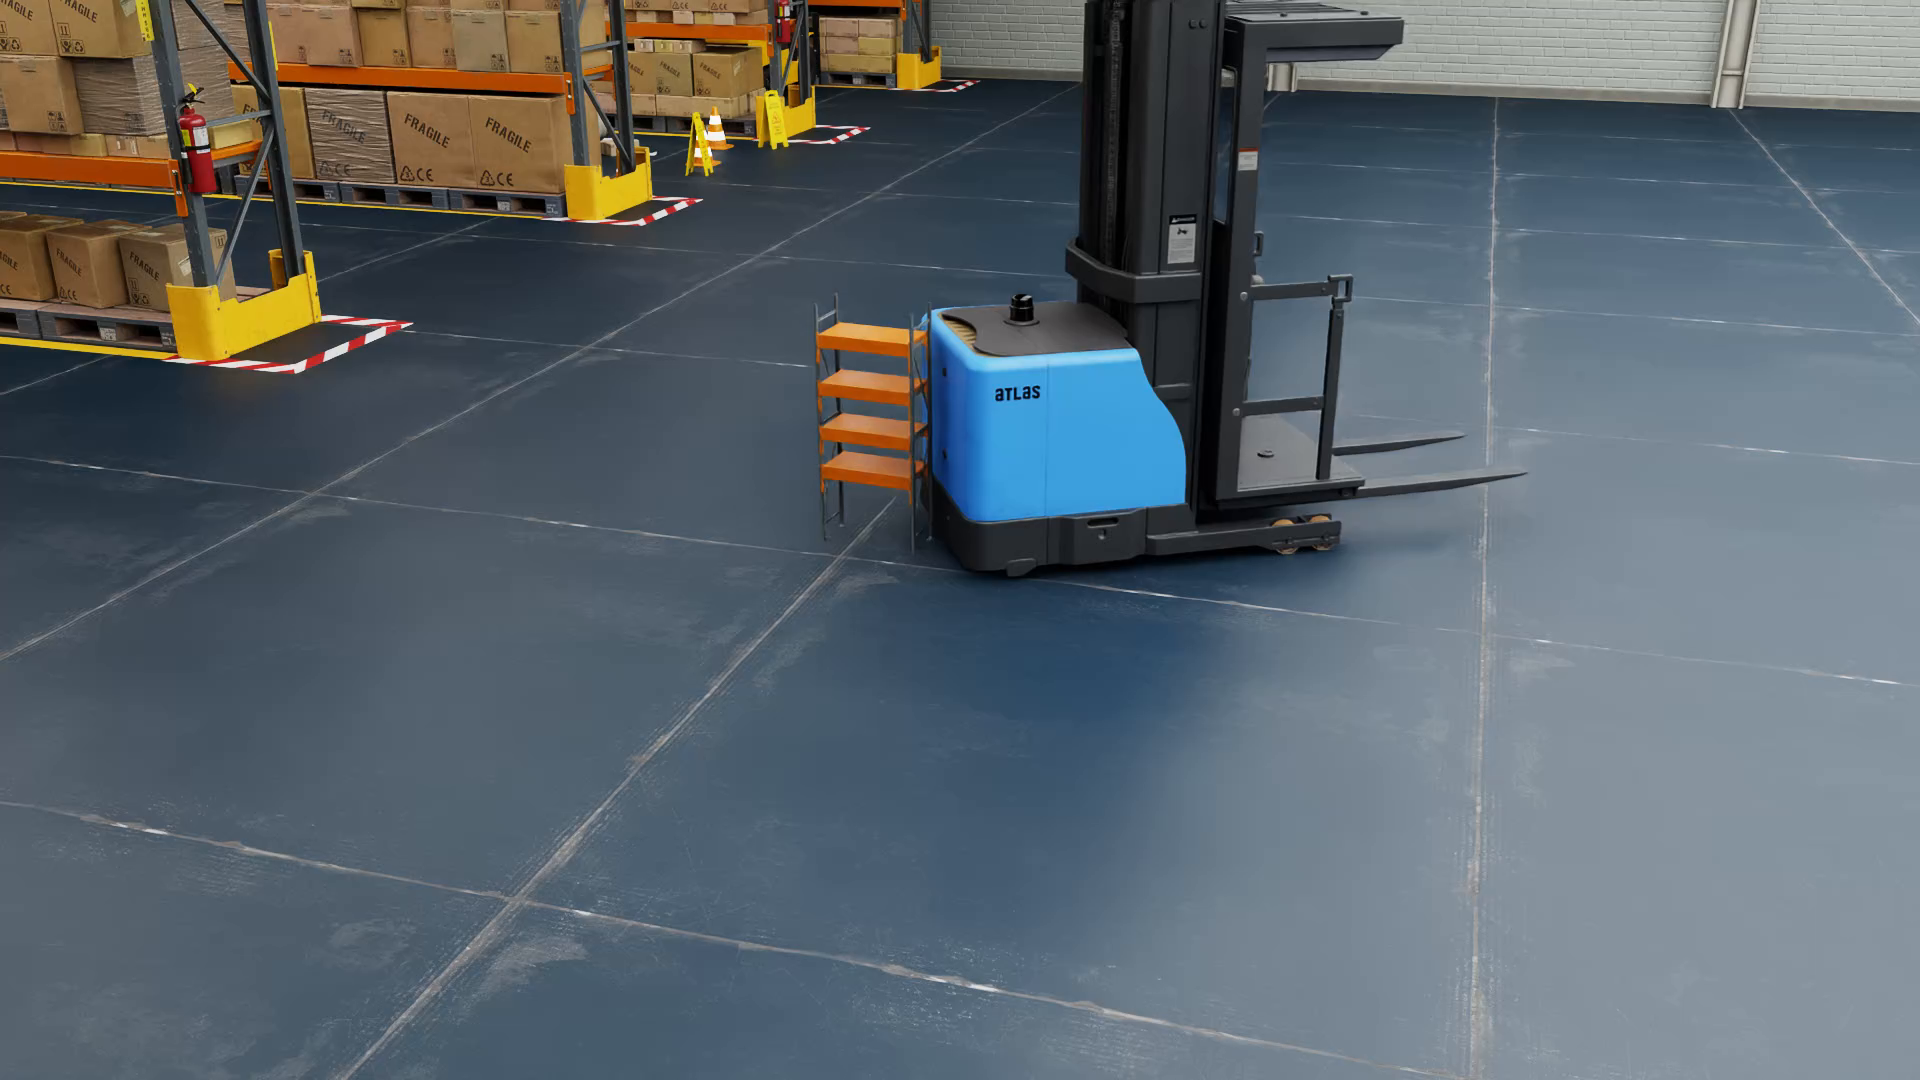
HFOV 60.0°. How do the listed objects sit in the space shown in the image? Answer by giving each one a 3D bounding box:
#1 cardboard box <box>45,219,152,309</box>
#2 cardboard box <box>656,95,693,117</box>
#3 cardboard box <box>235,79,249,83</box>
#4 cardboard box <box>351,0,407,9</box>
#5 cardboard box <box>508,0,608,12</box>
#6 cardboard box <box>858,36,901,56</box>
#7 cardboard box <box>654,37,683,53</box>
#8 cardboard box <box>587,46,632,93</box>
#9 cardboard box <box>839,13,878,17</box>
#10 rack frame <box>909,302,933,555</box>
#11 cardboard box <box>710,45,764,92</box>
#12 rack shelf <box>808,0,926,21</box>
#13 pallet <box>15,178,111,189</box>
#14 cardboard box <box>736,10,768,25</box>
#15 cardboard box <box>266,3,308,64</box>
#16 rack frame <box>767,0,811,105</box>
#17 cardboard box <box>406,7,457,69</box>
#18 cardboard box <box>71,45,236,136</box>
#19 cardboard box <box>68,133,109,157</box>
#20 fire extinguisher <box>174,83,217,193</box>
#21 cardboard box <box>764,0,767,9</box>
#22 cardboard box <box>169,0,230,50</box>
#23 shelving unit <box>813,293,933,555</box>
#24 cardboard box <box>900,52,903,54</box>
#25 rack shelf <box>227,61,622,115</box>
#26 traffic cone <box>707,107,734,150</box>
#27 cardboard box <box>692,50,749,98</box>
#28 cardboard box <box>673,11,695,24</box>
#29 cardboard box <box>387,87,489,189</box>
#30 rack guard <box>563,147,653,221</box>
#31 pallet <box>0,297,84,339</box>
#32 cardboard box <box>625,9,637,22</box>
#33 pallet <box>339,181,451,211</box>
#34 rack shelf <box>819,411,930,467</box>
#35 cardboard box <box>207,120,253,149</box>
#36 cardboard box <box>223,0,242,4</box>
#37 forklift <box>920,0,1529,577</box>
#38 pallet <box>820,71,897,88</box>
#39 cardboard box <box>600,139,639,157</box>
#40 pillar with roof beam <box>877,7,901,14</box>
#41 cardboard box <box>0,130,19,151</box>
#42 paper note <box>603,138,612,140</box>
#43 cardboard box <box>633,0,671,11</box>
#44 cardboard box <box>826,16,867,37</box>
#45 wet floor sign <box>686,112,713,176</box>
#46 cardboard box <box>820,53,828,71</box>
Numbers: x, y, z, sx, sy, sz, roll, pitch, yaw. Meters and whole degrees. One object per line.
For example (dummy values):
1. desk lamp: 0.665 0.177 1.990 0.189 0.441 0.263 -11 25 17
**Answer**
1. cardboard box: -6.101 -1.976 11.874 0.500 0.500 0.500 13 26 29
2. cardboard box: -3.409 -5.384 20.512 0.500 0.250 0.500 7 23 16
3. cardboard box: -9.184 -6.201 22.344 0.625 0.372 0.950 5 23 12
4. cardboard box: -5.336 -5.373 15.797 0.500 0.550 0.875 7 23 16
5. cardboard box: -3.740 -5.225 15.435 0.550 0.550 0.875 7 23 16
6. cardboard box: -1.189 -7.308 24.544 0.500 0.250 0.500 6 23 15
7. cardboard box: -3.516 -6.018 20.215 0.250 0.149 0.380 7 23 16
8. cardboard box: -4.394 -5.844 20.646 0.500 0.500 0.500 8 24 18
9. cardboard box: -1.518 -7.774 25.023 0.500 0.250 0.500 7 23 16
10. rack frame: -0.185 -0.523 7.964 0.015 1.200 0.240 8 24 20
11. cardboard box: -2.779 -5.871 20.713 0.500 0.500 0.500 6 23 14
12. rack shelf: -2.548 -8.101 25.015 4.000 0.370 1.077 7 23 16
13. pallet: -9.158 -3.940 17.597 1.213 0.211 1.003 7 23 16
14. cardboard box: -2.483 -6.258 19.905 0.250 0.149 0.380 7 23 17
15. cardboard box: -6.336 -5.021 16.360 0.550 0.550 0.875 7 23 16
16. rack frame: -2.063 -6.411 19.946 0.127 3.000 1.000 7 23 16
17. cardboard box: -4.797 -4.854 15.954 0.550 0.550 0.875 7 23 16
18. cardboard box: -5.445 -3.064 11.264 0.500 0.500 0.875 7 23 16
19. cardboard box: -5.752 -2.687 11.198 0.250 0.149 0.380 7 23 16
20. fire extinguisher: -4.949 -2.595 10.745 0.183 0.674 0.296 7 23 16
21. cardboard box: -2.437 -6.747 20.243 0.500 0.500 0.500 6 23 15
22. cardboard box: -5.374 -3.616 11.292 0.500 0.500 0.500 7 23 16
23. shelving unit: -0.412 -0.557 8.047 0.503 1.200 0.258 8 24 20
24. cardboard box: -1.047 -7.262 25.091 0.500 0.250 0.500 7 23 16
25. rack shelf: -5.311 -4.488 16.206 4.000 0.370 1.077 7 23 16
26. traffic cone: -2.848 -4.816 19.400 0.334 0.463 0.336 7 23 16
27. cardboard box: -2.906 -5.673 20.229 0.500 0.500 0.500 7 23 16
28. cardboard box: -3.252 -6.298 20.003 0.250 0.149 0.380 7 23 16
29. cardboard box: -4.908 -3.959 16.214 0.875 0.875 0.875 6 23 15
30. rack guard: -3.373 -3.442 16.003 0.348 0.500 1.175 7 23 16
31. pallet: -6.930 -1.765 12.294 1.213 0.211 1.003 7 23 16
32. cardboard box: -3.941 -6.433 20.330 0.250 0.149 0.380 7 23 16
33. pallet: -5.349 -3.505 16.536 1.213 0.211 1.003 7 23 15
34. rack shelf: -0.412 -0.495 8.072 0.480 0.148 0.258 8 24 20
35. cardboard box: -5.130 -2.812 11.504 0.250 0.149 0.380 7 23 16
36. cardboard box: -6.883 -5.556 16.241 0.550 0.550 0.875 7 23 16
37. forklift: 1.371 -1.474 8.001 3.031 2.935 1.130 -6 23 -14
38. pallet: -1.377 -6.993 25.040 1.213 0.211 1.003 7 23 16
39. cardboard box: -3.901 -4.502 19.048 0.380 0.149 0.250 -20 29 -39
40. pillar with roof beam: -2.283 -9.830 20.377 0.400 9.000 9.100 7 23 16
41. cardboard box: -6.460 -2.781 11.429 0.250 0.149 0.380 7 23 16
42. paper note: -4.220 -4.834 20.015 0.148 0.019 0.142 -1 22 -3
43. cardboard box: -3.619 -6.667 20.047 0.500 0.500 0.500 6 23 15
44. cardboard box: -1.655 -7.590 24.574 0.500 0.250 0.500 7 23 16
45. wet floor sign: -2.797 -4.228 17.728 0.232 0.644 0.267 3 22 6
46. cardboard box: -2.124 -7.190 24.915 0.500 0.250 0.500 7 23 16
